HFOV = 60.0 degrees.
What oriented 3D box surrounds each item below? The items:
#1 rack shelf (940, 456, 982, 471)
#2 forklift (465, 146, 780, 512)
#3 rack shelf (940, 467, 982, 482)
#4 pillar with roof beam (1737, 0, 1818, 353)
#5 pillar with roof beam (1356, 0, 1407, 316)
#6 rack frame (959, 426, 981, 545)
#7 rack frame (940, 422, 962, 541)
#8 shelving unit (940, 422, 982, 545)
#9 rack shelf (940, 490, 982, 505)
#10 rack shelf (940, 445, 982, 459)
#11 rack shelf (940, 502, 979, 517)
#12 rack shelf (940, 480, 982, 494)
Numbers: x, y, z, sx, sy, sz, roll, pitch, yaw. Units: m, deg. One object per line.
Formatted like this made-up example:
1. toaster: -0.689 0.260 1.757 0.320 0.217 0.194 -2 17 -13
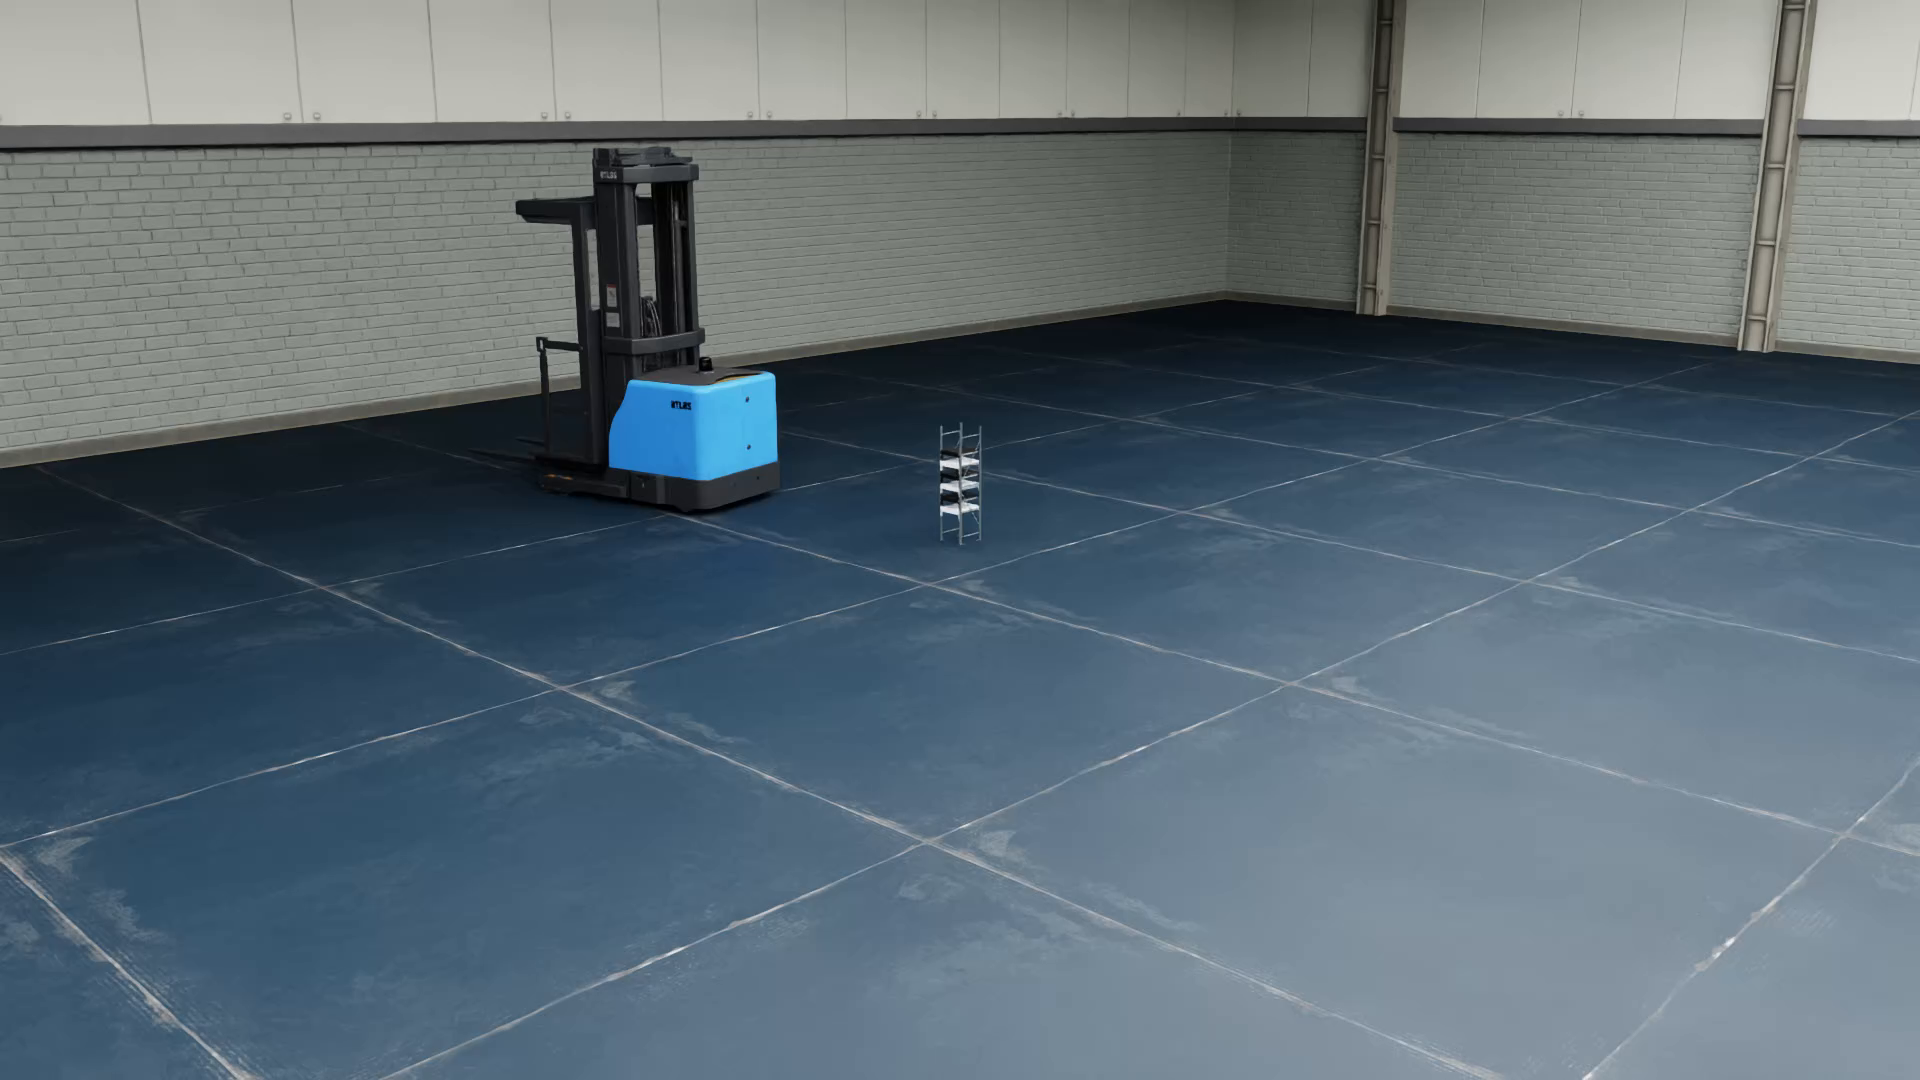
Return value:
1. rack shelf: 0.006 -0.576 12.776 0.200 0.077 0.258 14 20 42
2. forklift: -3.078 -1.904 14.425 3.031 2.935 1.130 9 17 31
3. rack shelf: 0.006 -0.489 12.799 0.200 0.077 0.258 14 20 42
4. pillar with roof beam: 8.015 -6.195 18.861 0.400 9.000 9.100 14 20 42
5. pillar with roof beam: 3.695 -7.245 22.891 0.400 9.000 9.100 14 20 42
6. rack frame: 0.079 -0.416 12.745 0.006 0.900 0.240 14 20 42
7. rack frame: -0.067 -0.452 12.881 0.006 0.900 0.240 14 20 42
8. shelving unit: 0.006 -0.434 12.813 0.210 0.900 0.258 14 20 42
9. rack shelf: 0.006 -0.315 12.844 0.200 0.077 0.258 14 20 42
10. rack shelf: 0.006 -0.663 12.753 0.200 0.077 0.258 14 20 42
11. rack shelf: 0.006 -0.228 12.867 0.200 0.077 0.258 14 20 42
12. rack shelf: 0.006 -0.402 12.822 0.200 0.077 0.258 14 20 42
